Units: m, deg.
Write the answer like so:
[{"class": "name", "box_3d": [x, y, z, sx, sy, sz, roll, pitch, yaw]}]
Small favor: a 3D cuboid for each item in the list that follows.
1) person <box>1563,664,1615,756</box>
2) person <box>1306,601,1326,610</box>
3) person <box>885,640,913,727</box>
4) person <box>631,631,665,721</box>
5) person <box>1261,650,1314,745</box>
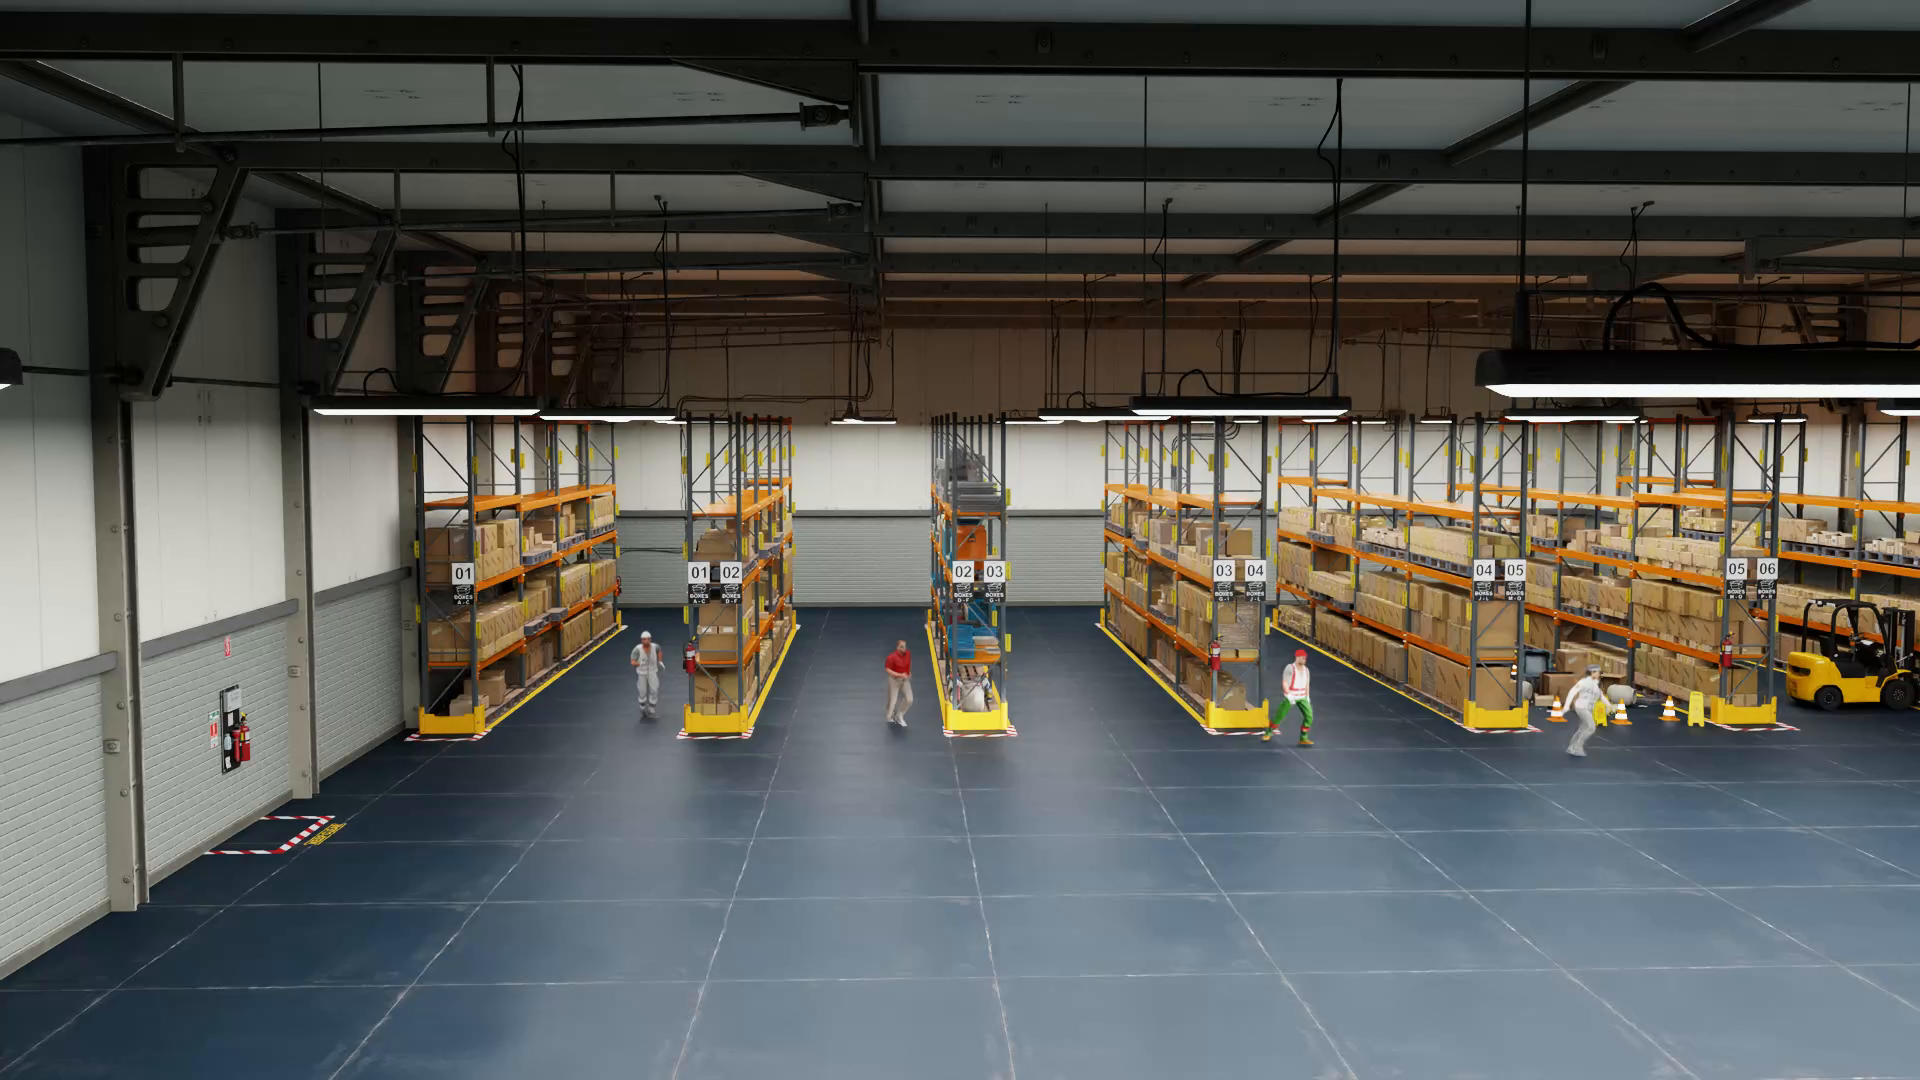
[{"class": "person", "box_3d": [10.897, 2.941, 28.778, 0.590, 1.618, 0.748, -3, 5, -40]}, {"class": "person", "box_3d": [10.383, 1.549, 48.738, 0.835, 1.738, 0.755, 2, 4, 26]}, {"class": "person", "box_3d": [-1.203, 2.736, 31.814, 0.635, 1.717, 0.801, -2, 4, -28]}, {"class": "person", "box_3d": [-6.115, 2.640, 32.592, 0.690, 1.747, 0.989, -1, 4, -16]}, {"class": "person", "box_3d": [5.917, 2.828, 29.971, 0.852, 1.718, 0.735, -1, 4, -20]}]
